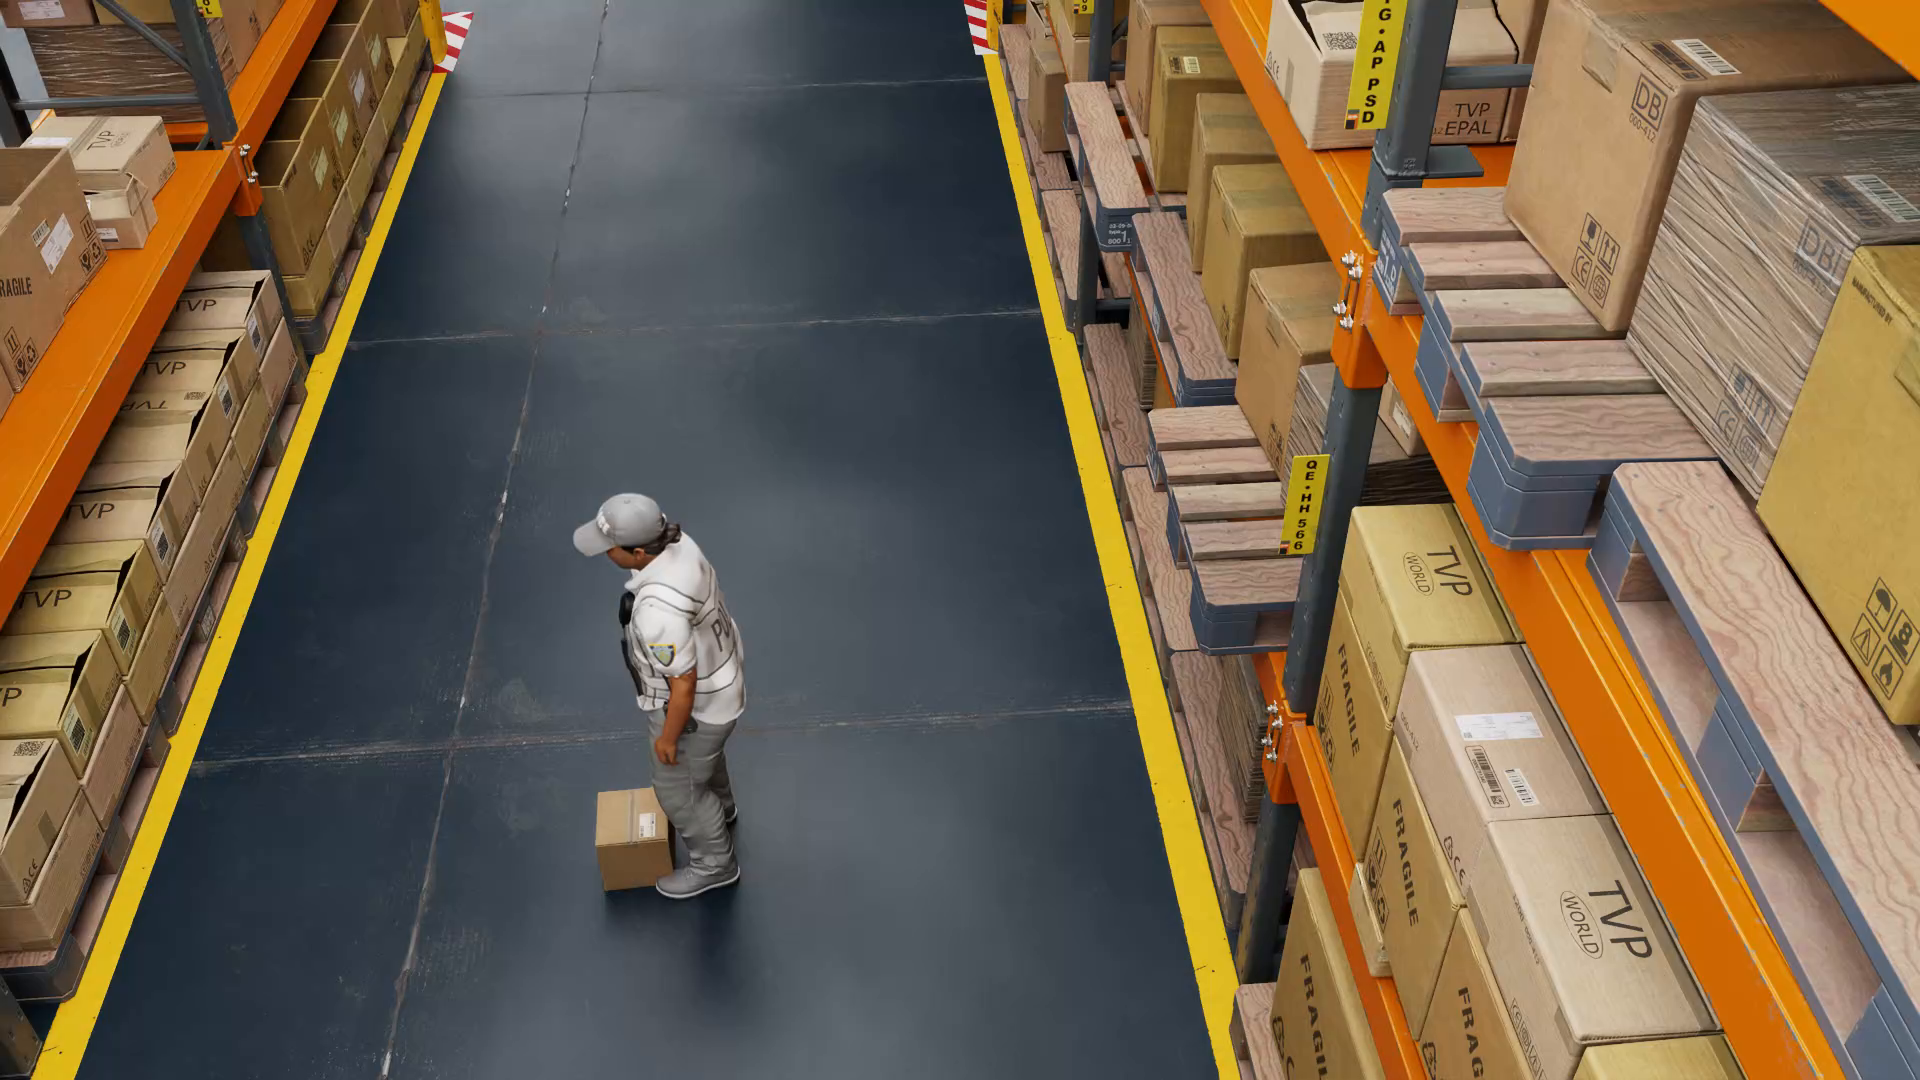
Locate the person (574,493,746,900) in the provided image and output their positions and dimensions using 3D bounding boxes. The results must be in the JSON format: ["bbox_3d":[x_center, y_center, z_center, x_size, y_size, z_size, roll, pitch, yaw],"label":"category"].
[{"bbox_3d":[-0.946,0.500,5.540,0.468,1.666,0.541,-3,39,-4],"label":"person"}]
